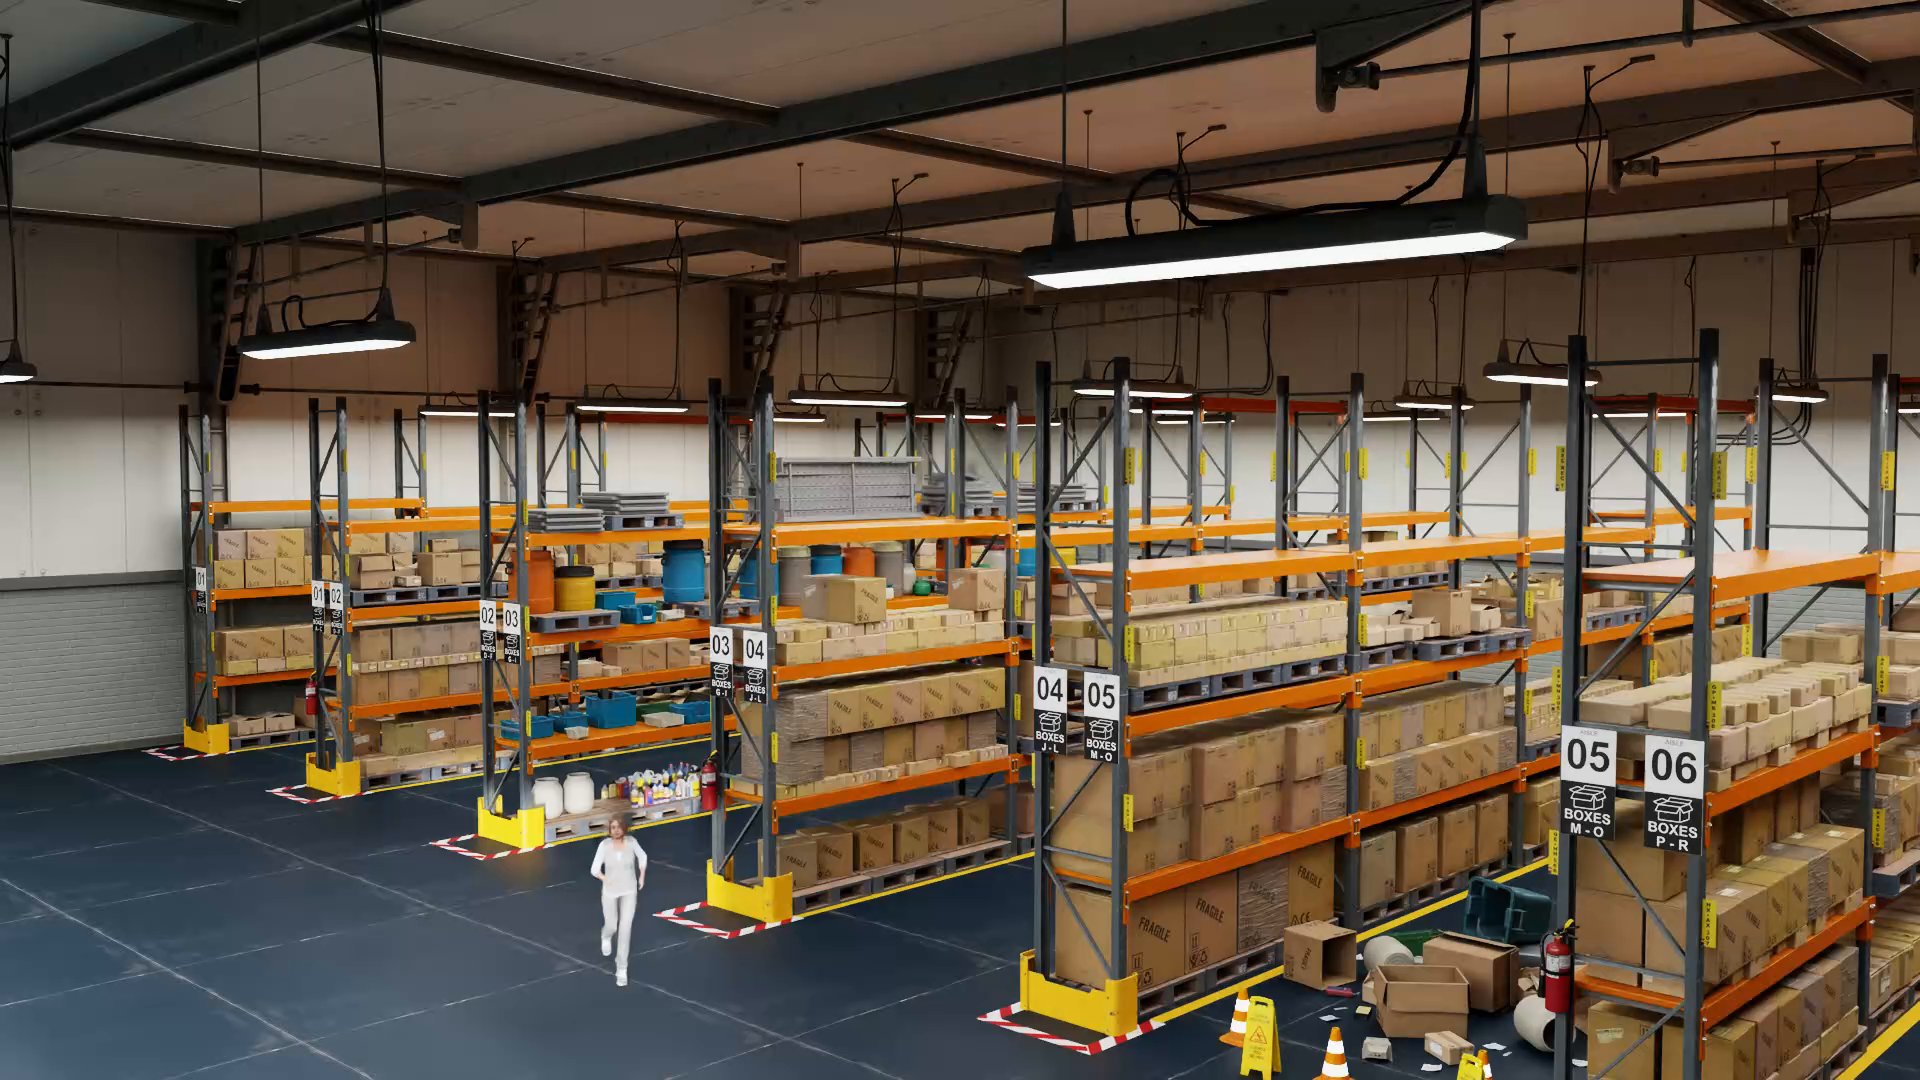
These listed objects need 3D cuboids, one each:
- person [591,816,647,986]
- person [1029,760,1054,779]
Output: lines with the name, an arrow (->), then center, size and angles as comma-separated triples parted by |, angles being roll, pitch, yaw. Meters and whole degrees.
person -> -3.371, 3.506, 16.468 | 0.550, 1.598, 0.860 | -1, 3, -13
person -> 1.249, 3.029, 25.279 | 0.528, 1.626, 0.736 | 3, 4, 40
